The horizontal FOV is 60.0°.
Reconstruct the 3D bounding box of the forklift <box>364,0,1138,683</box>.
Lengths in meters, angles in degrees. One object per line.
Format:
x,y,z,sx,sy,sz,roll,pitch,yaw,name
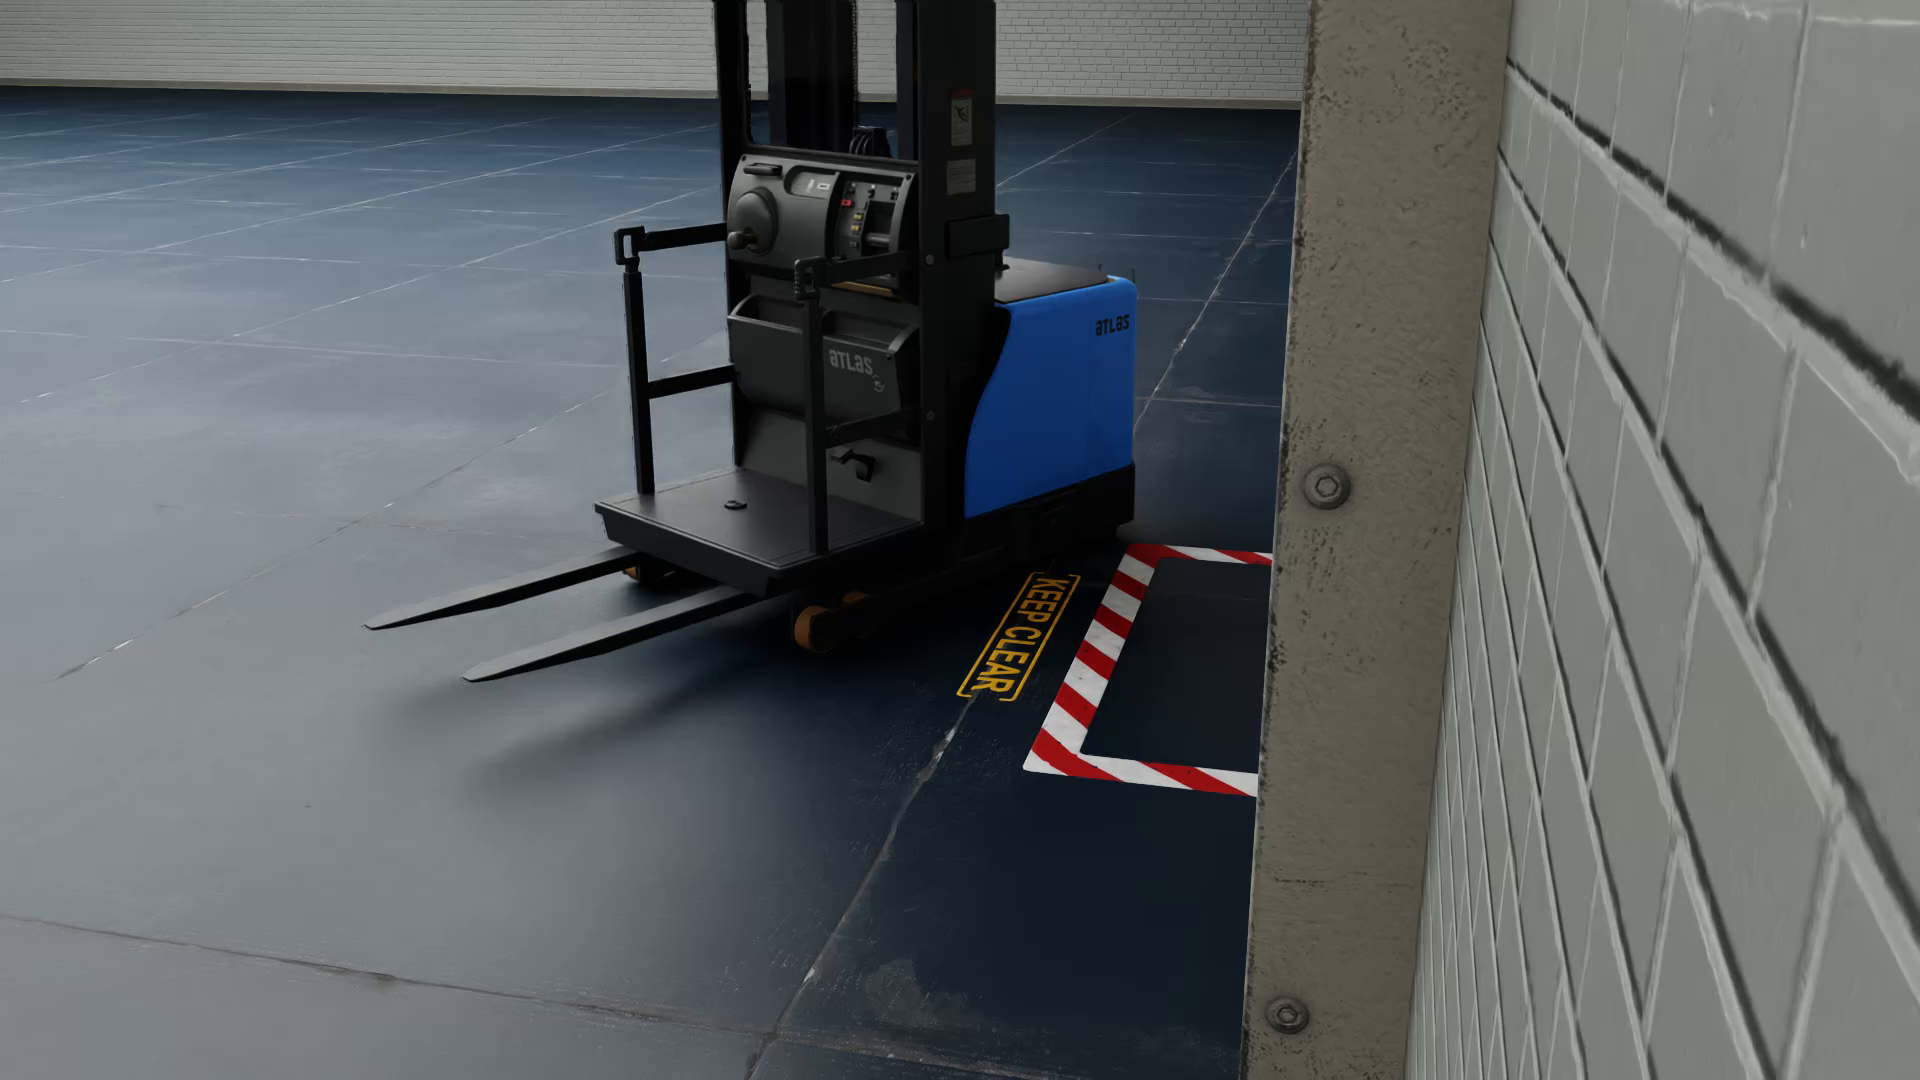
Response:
-0.656,-1.180,5.831,1.130,2.935,3.031,17,25,41,forklift

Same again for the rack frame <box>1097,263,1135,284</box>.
0.666,-0.672,7.256,0.200,1.050,0.008,17,25,41,rack frame

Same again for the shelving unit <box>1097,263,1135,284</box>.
0.582,-0.644,7.173,0.215,1.050,0.252,17,25,41,shelving unit
